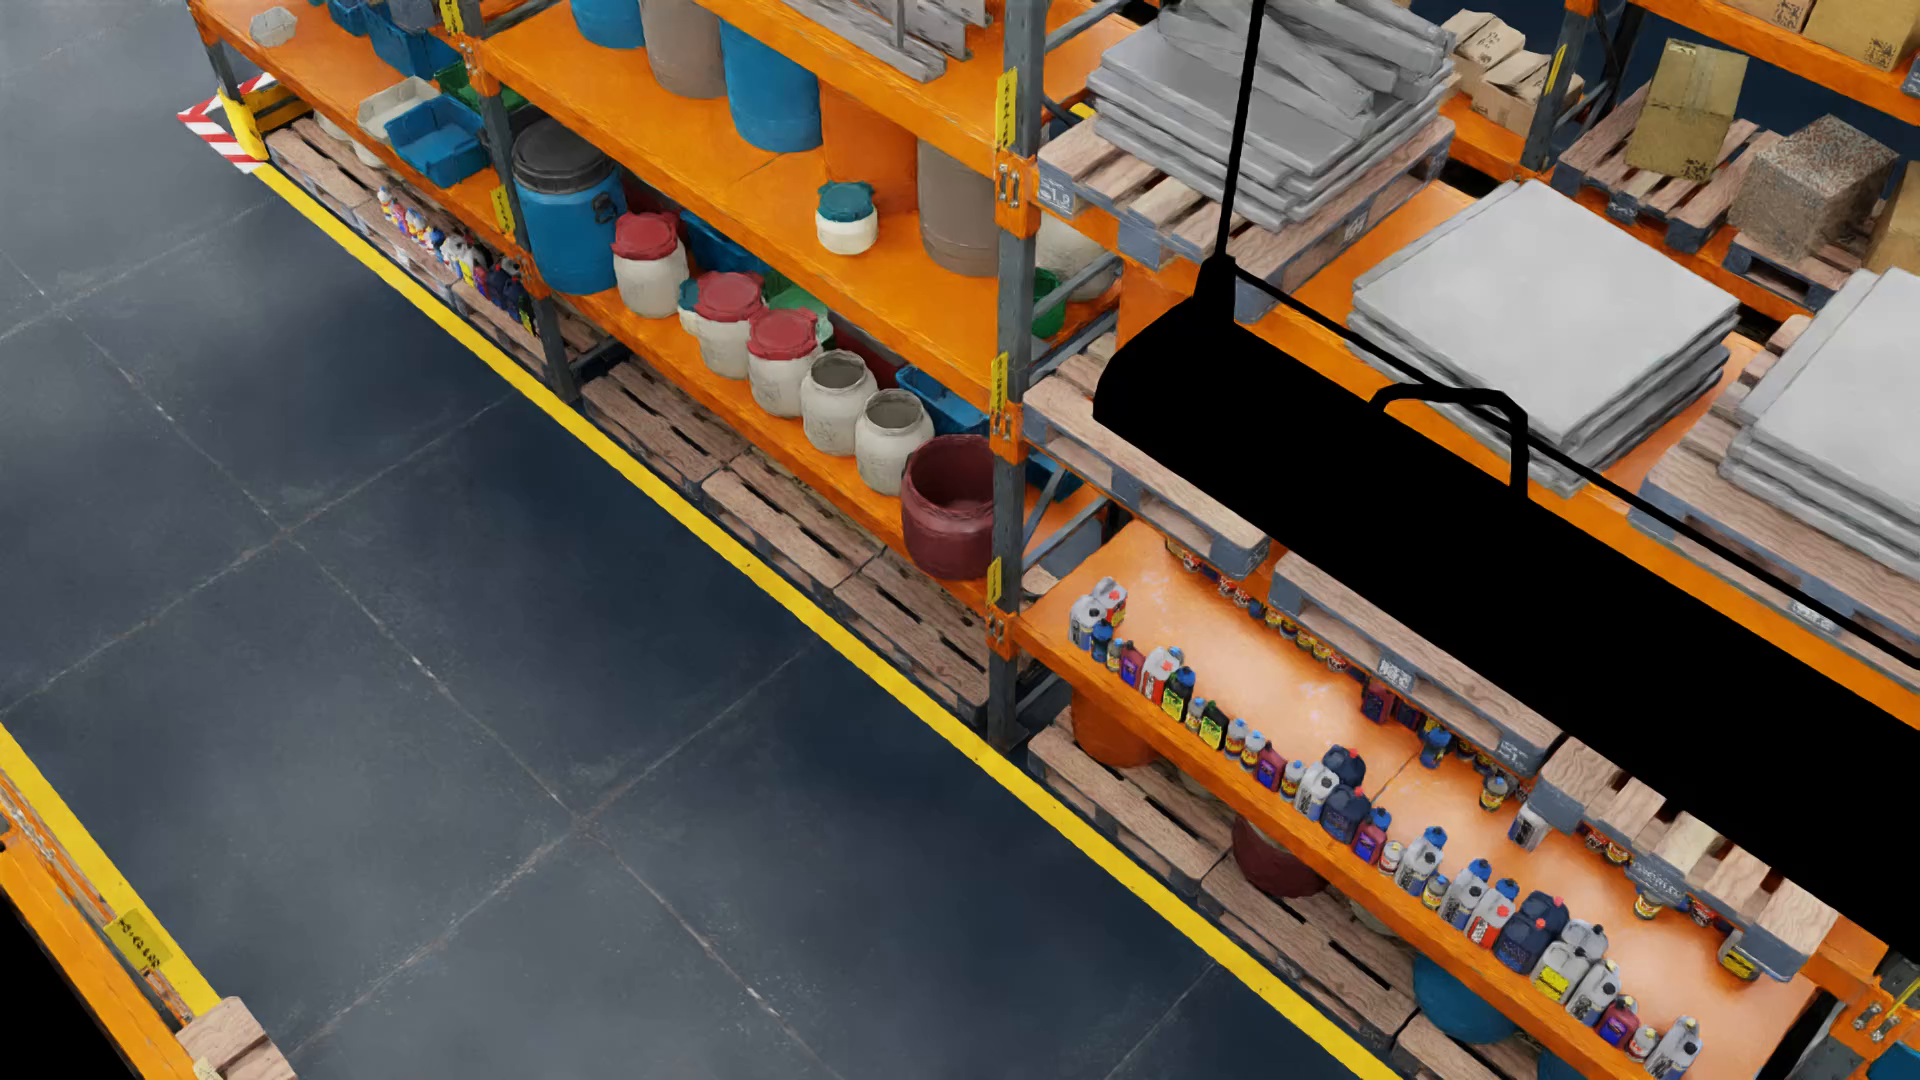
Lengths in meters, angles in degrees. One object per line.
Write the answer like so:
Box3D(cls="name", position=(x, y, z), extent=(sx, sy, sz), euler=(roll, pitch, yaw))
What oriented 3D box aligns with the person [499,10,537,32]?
Box3D(cls="person", position=(-3.515, -4.293, 12.883), extent=(0.502, 1.677, 0.422), euler=(9, 51, 8))
